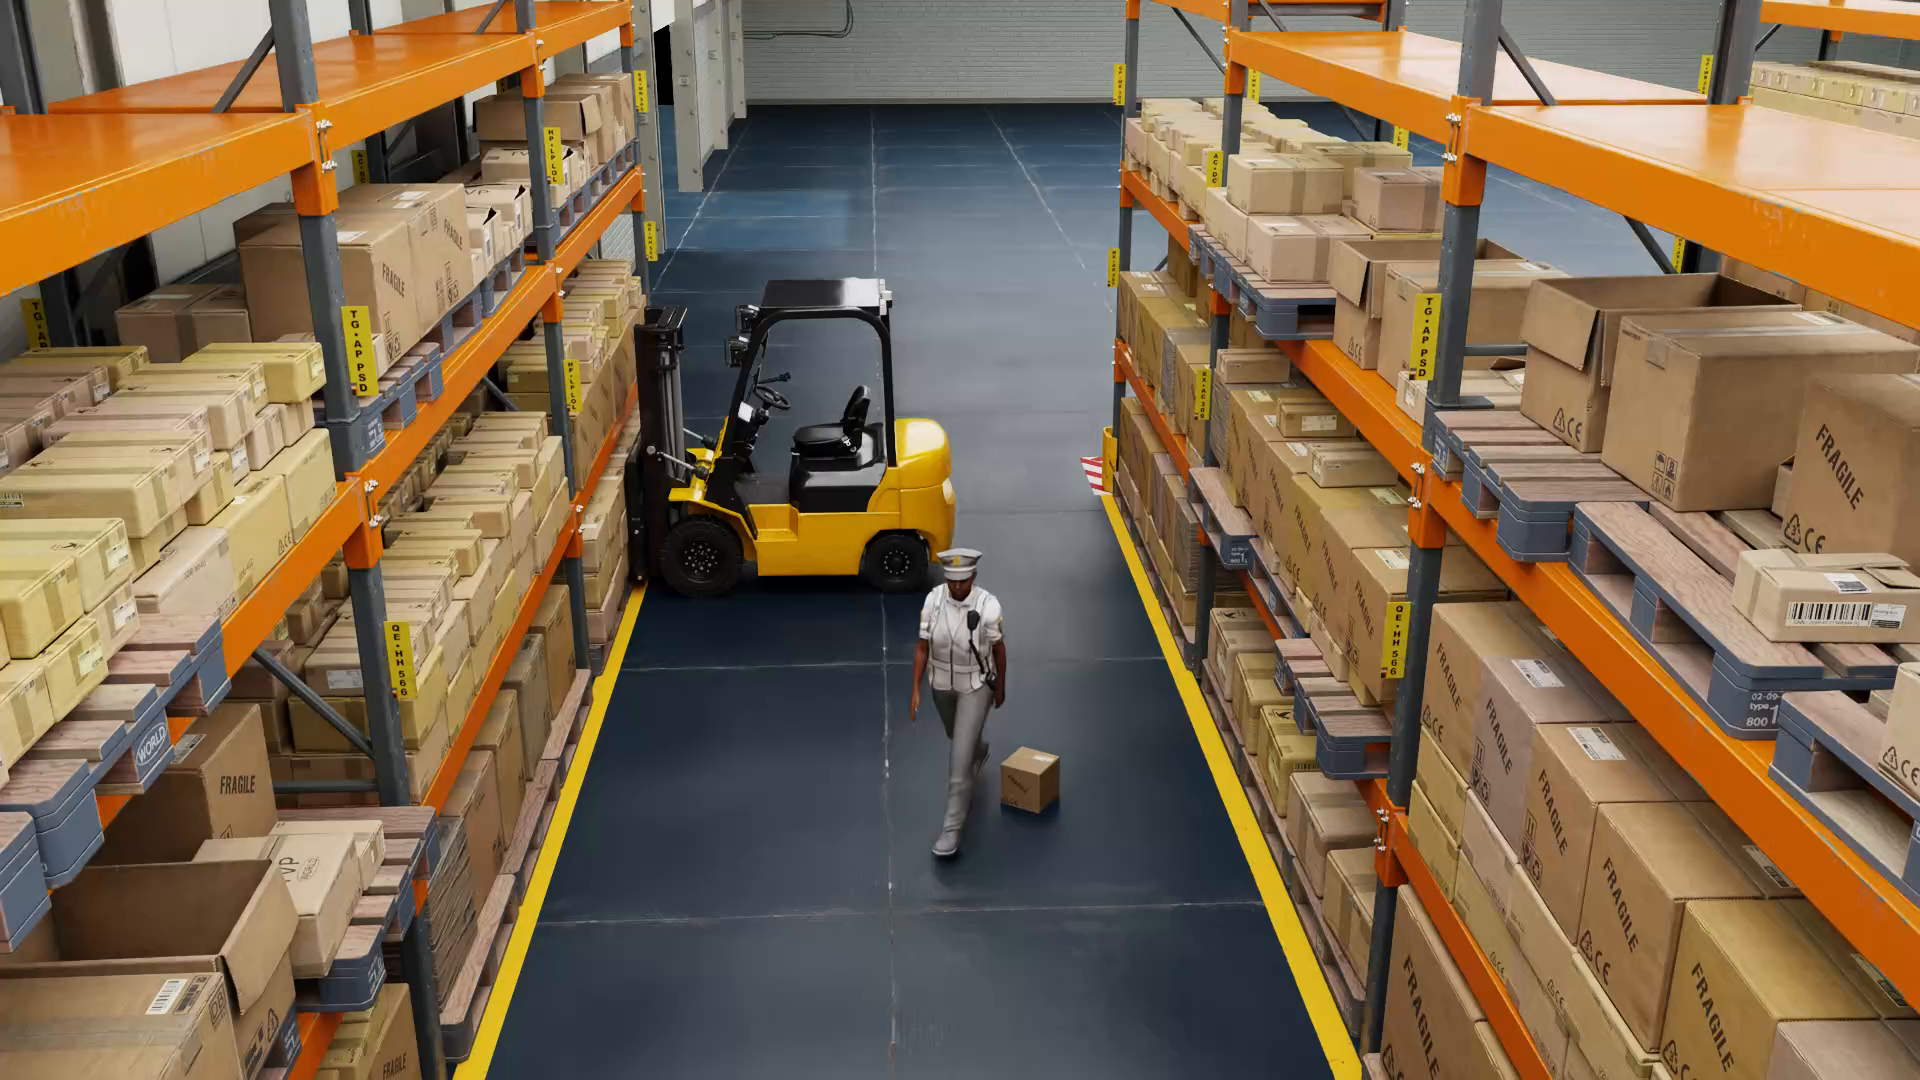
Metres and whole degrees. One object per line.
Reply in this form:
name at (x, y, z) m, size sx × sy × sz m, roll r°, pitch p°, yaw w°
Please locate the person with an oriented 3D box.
person at (0.010, 0.766, 9.011) m, size 0.454 × 1.609 × 1.068 m, roll 9°, pitch 22°, yaw 22°
